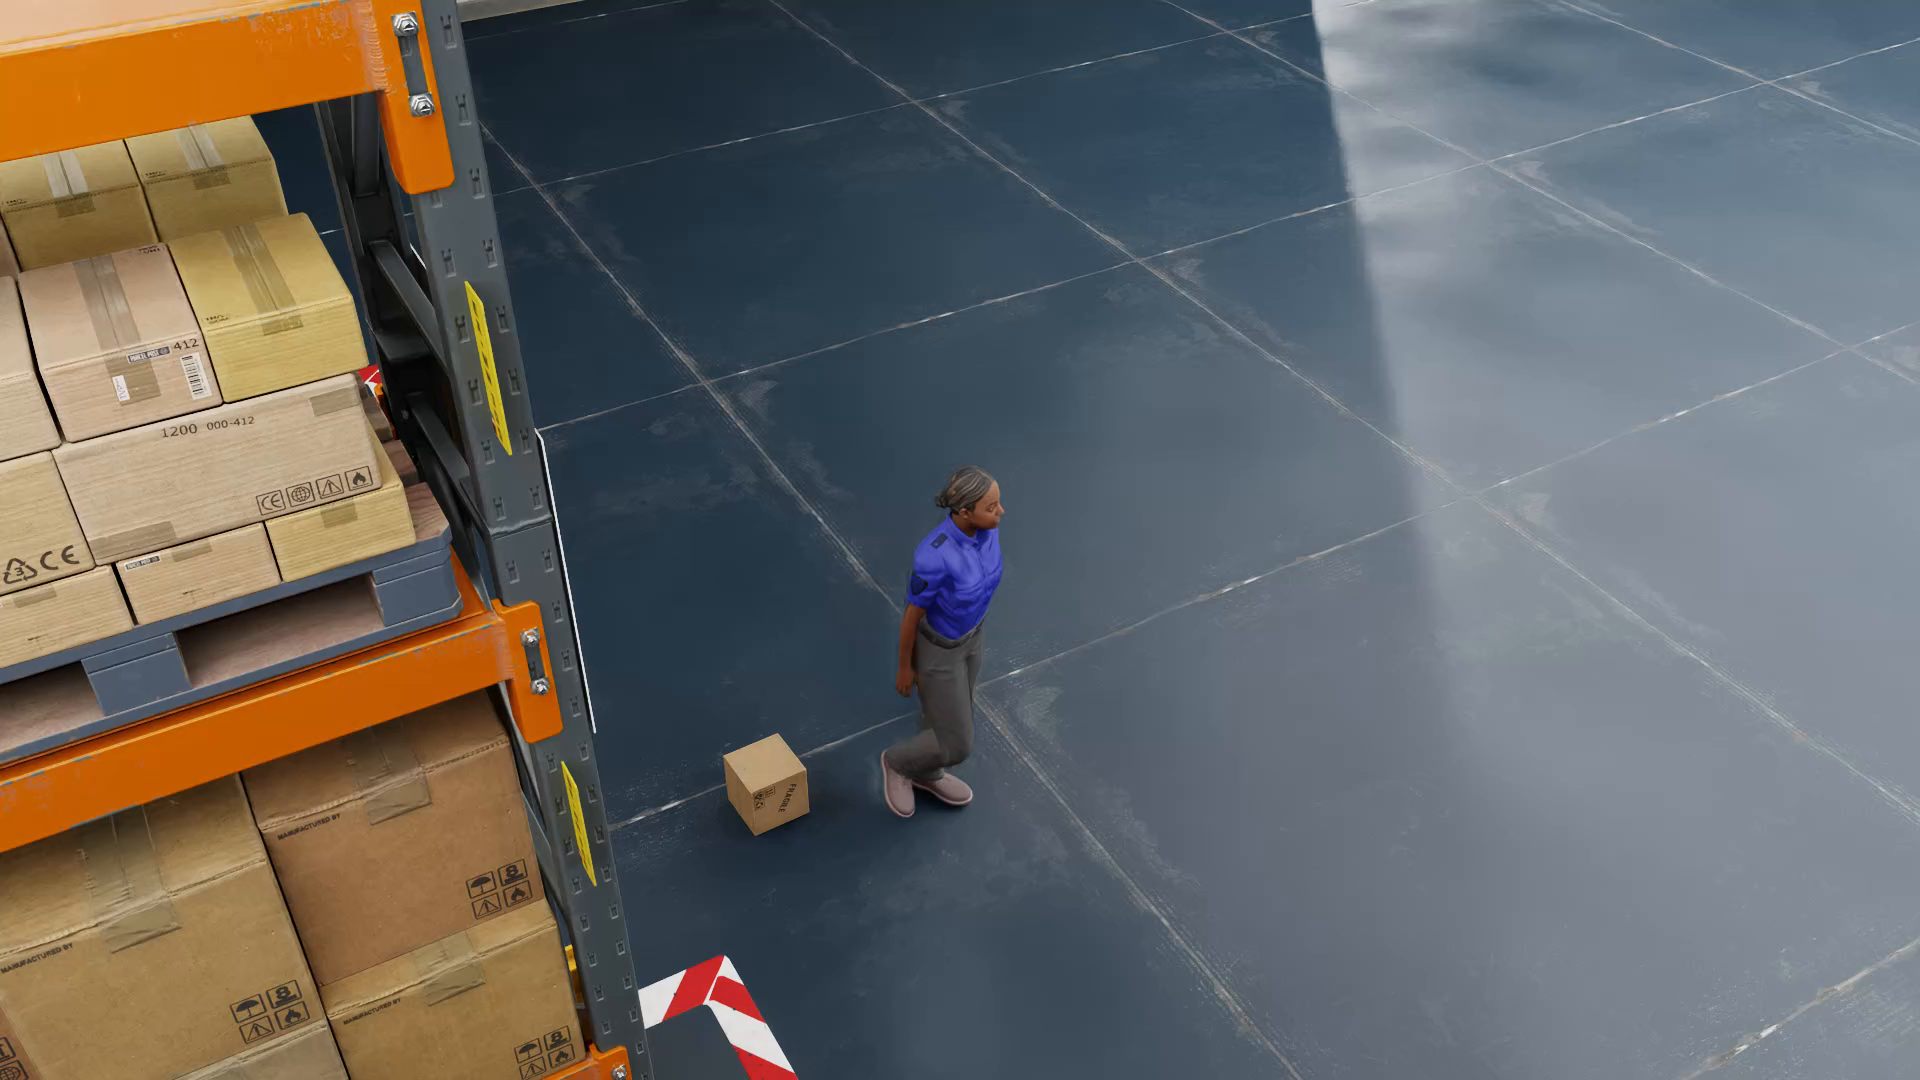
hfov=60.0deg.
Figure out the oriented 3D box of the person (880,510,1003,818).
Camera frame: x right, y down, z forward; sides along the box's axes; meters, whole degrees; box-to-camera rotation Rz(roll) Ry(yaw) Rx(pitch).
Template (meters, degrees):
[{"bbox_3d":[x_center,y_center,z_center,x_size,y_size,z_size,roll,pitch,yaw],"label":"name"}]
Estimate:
[{"bbox_3d":[-0.076,0.480,6.440,0.461,1.451,0.505,20,41,24],"label":"person"}]
